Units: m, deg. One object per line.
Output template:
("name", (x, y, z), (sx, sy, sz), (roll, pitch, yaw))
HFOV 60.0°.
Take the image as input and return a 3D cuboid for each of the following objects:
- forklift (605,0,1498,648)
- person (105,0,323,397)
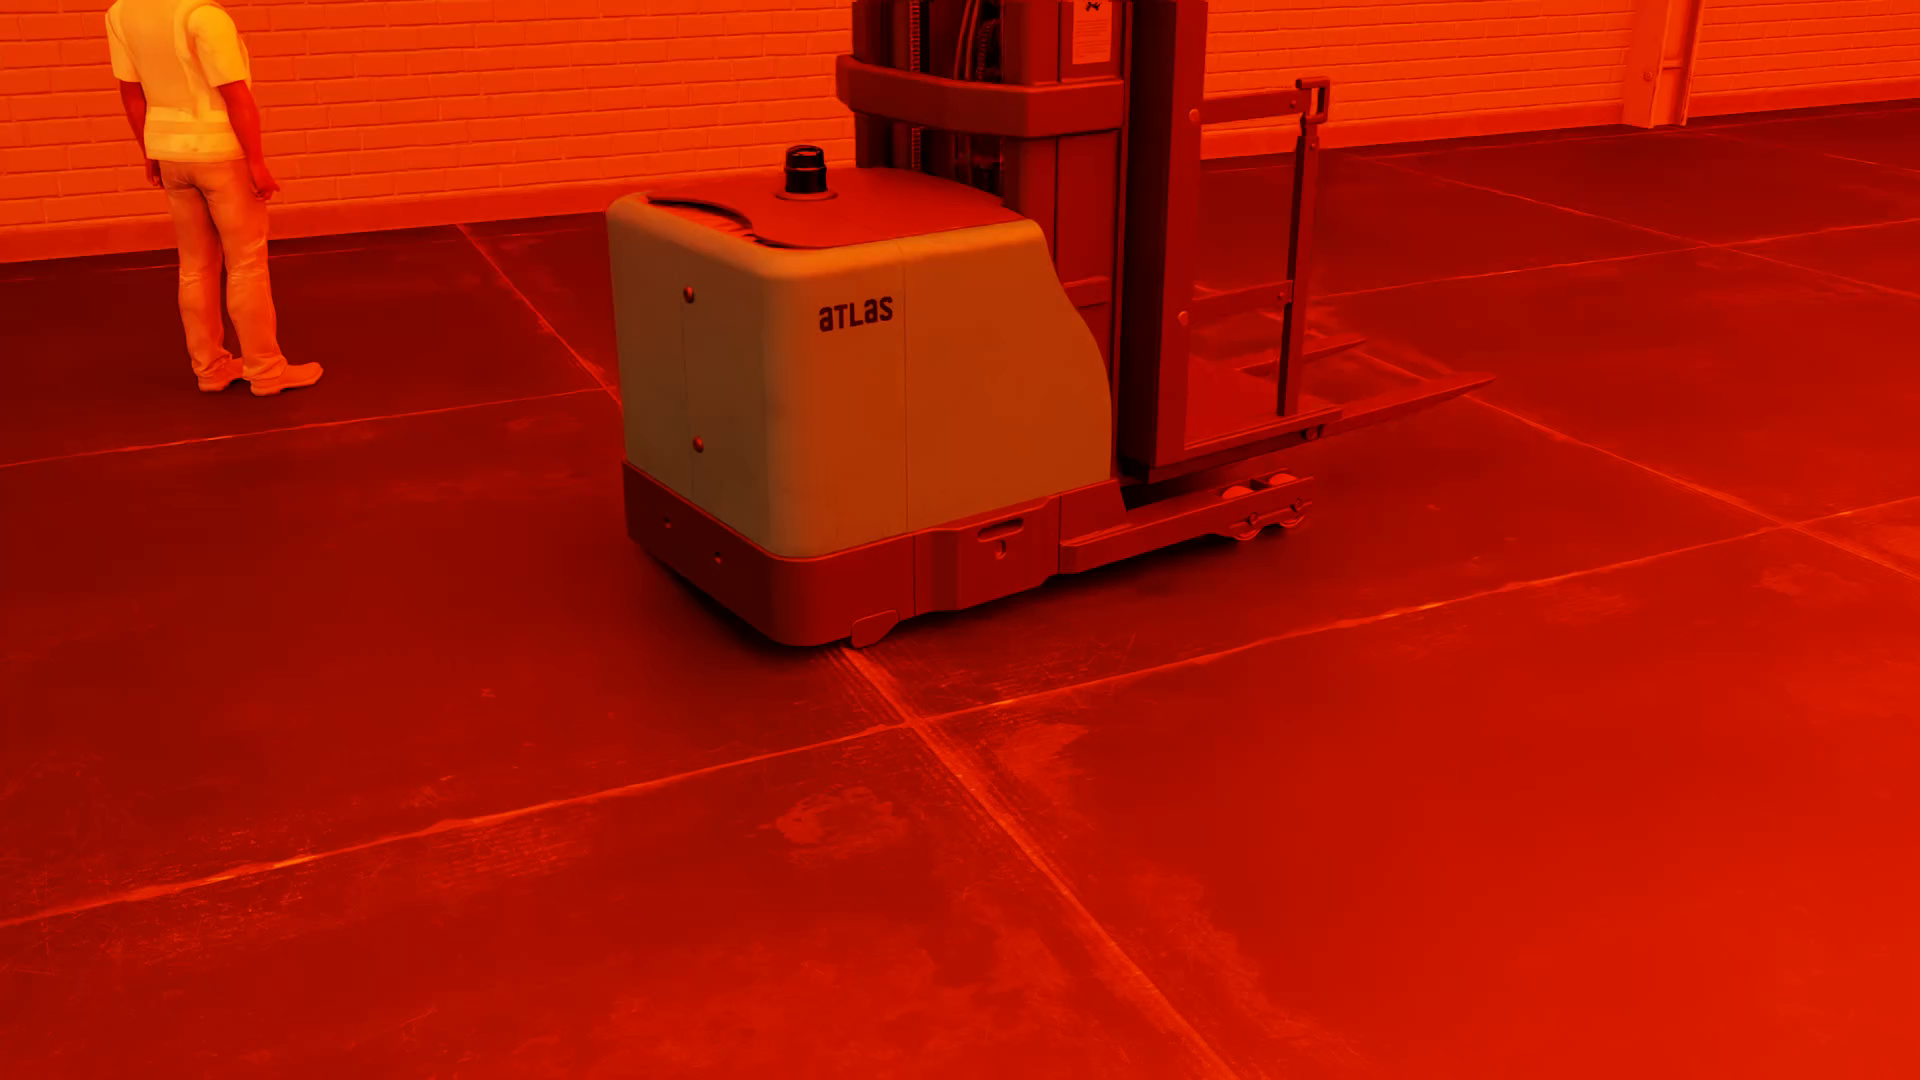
("forklift", (0.497, -1.499, 4.894), (3.031, 2.935, 1.130), (-15, 27, -32))
("person", (-2.817, -1.431, 6.248), (0.564, 1.771, 0.370), (8, 24, 18))
